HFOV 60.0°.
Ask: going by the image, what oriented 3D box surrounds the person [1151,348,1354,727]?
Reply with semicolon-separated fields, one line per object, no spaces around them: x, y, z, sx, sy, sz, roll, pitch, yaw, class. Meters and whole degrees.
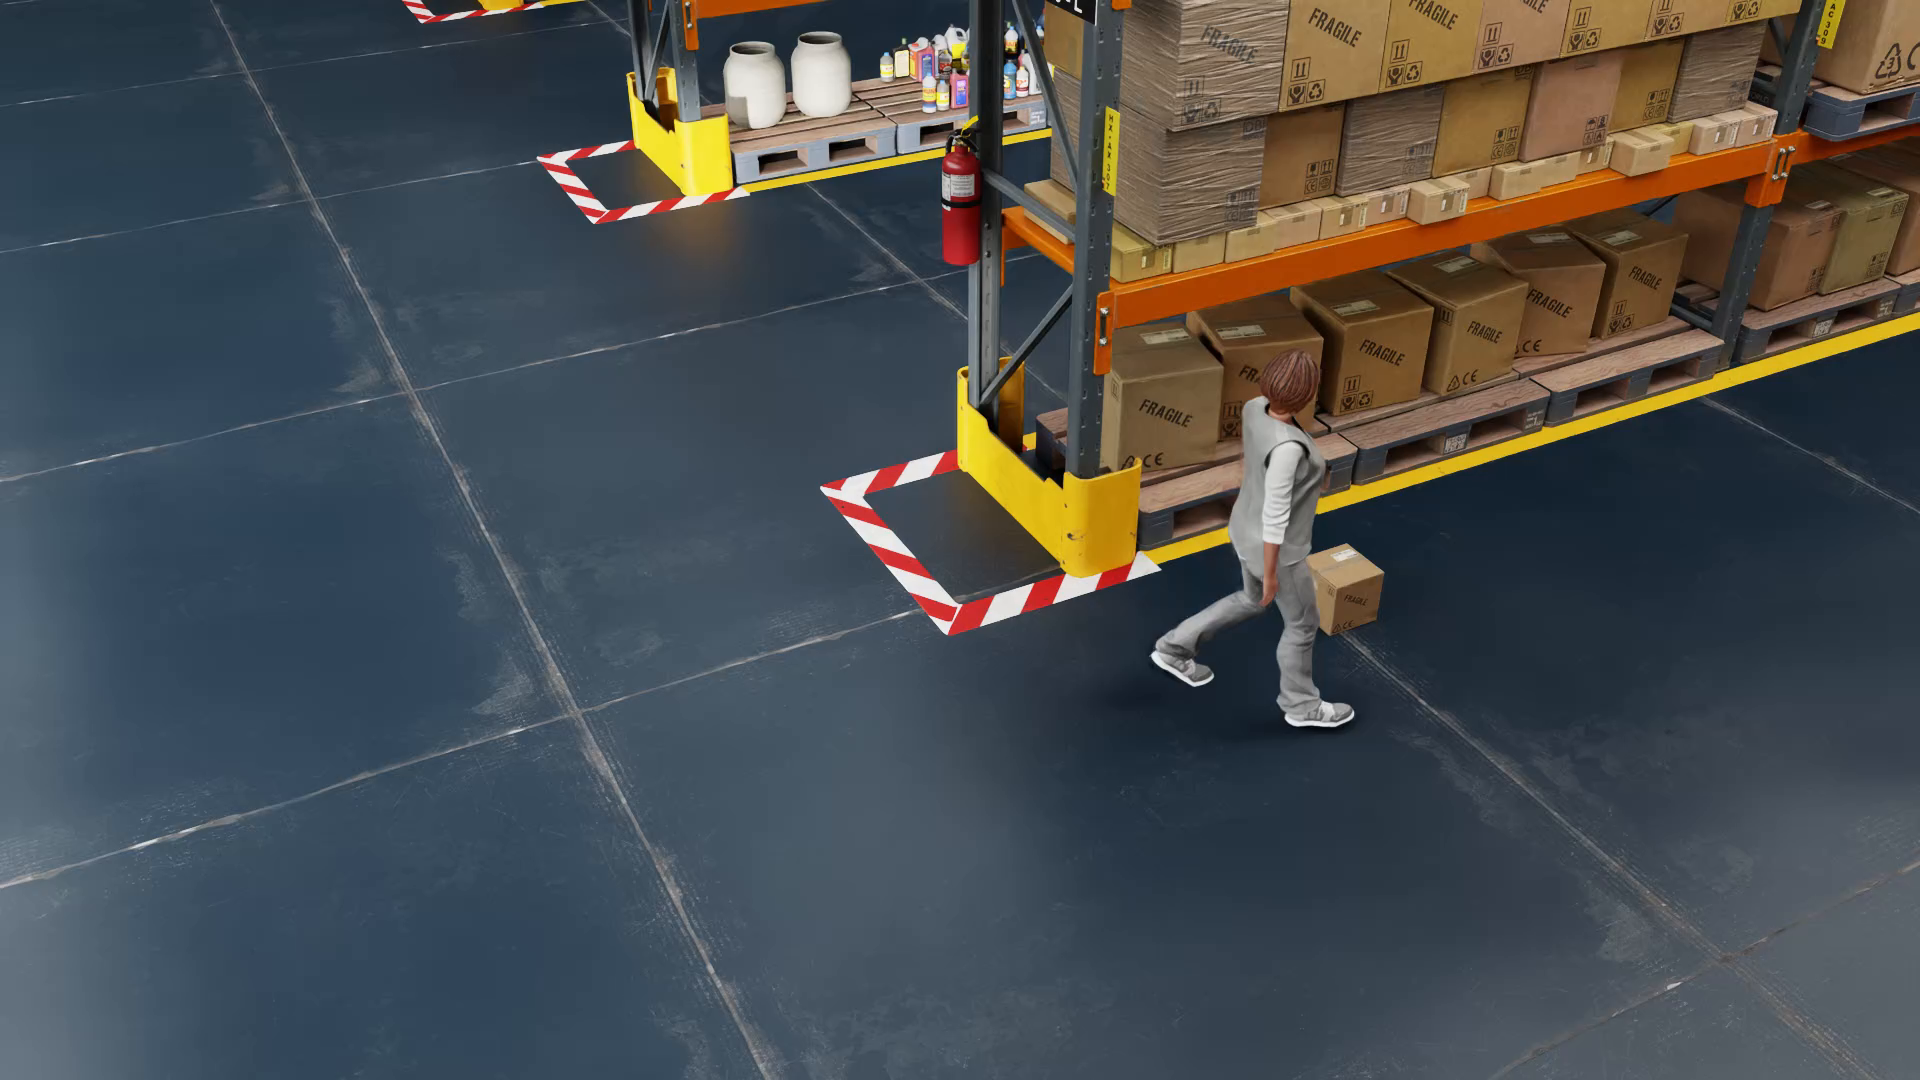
1.147;0.009;6.140;0.764;1.563;0.447;-3;34;-5;person
